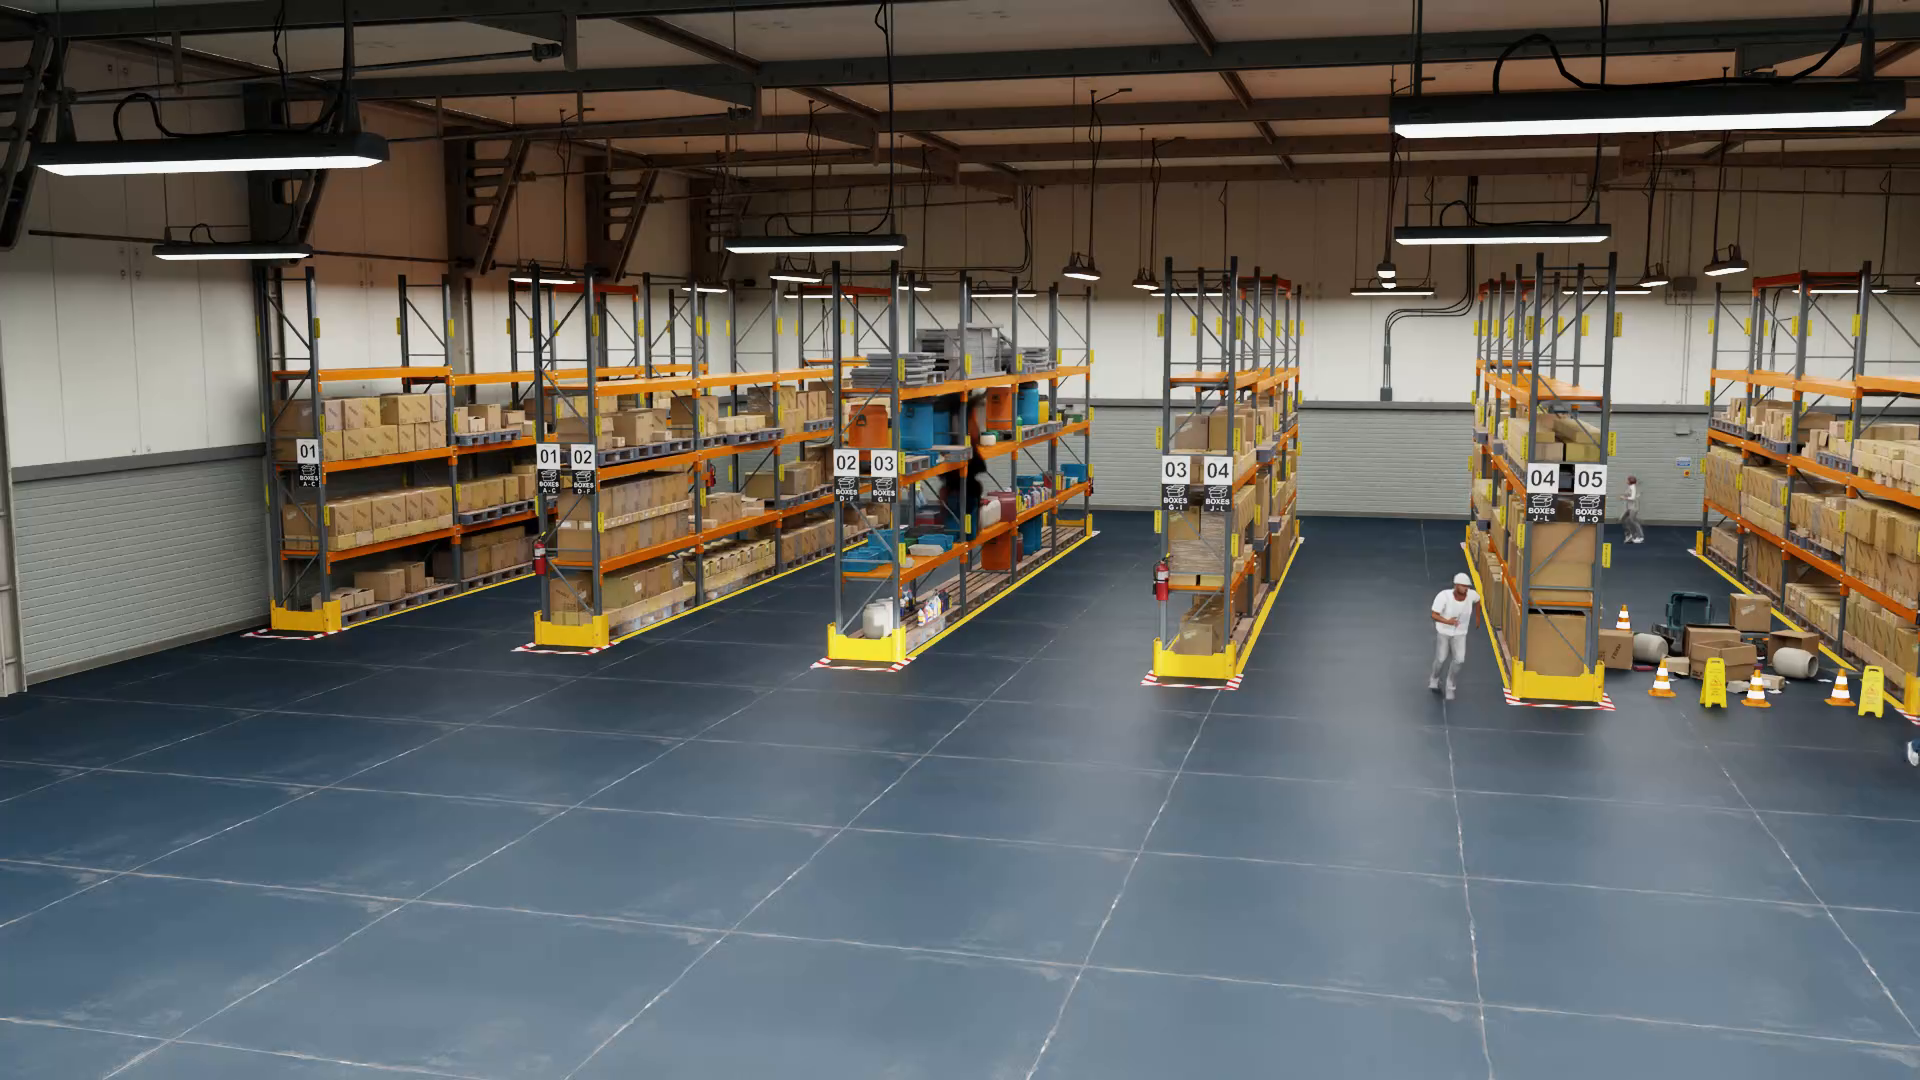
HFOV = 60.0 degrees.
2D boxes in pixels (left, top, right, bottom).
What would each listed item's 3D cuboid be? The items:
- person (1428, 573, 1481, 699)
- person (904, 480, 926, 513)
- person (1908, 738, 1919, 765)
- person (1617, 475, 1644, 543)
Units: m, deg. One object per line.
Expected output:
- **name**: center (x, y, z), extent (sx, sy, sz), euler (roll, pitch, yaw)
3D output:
- **person**: center (6.751, 1.321, 22.684), extent (0.753, 1.806, 0.833), euler (0, 7, -2)
- **person**: center (-1.157, -1.253, 42.682), extent (0.538, 1.700, 0.701), euler (6, 9, 38)
- **person**: center (10.713, 1.975, 18.159), extent (0.533, 1.537, 0.714), euler (-3, 8, -20)
- **person**: center (15.713, -0.713, 38.930), extent (0.673, 1.615, 0.508), euler (1, 7, 7)
